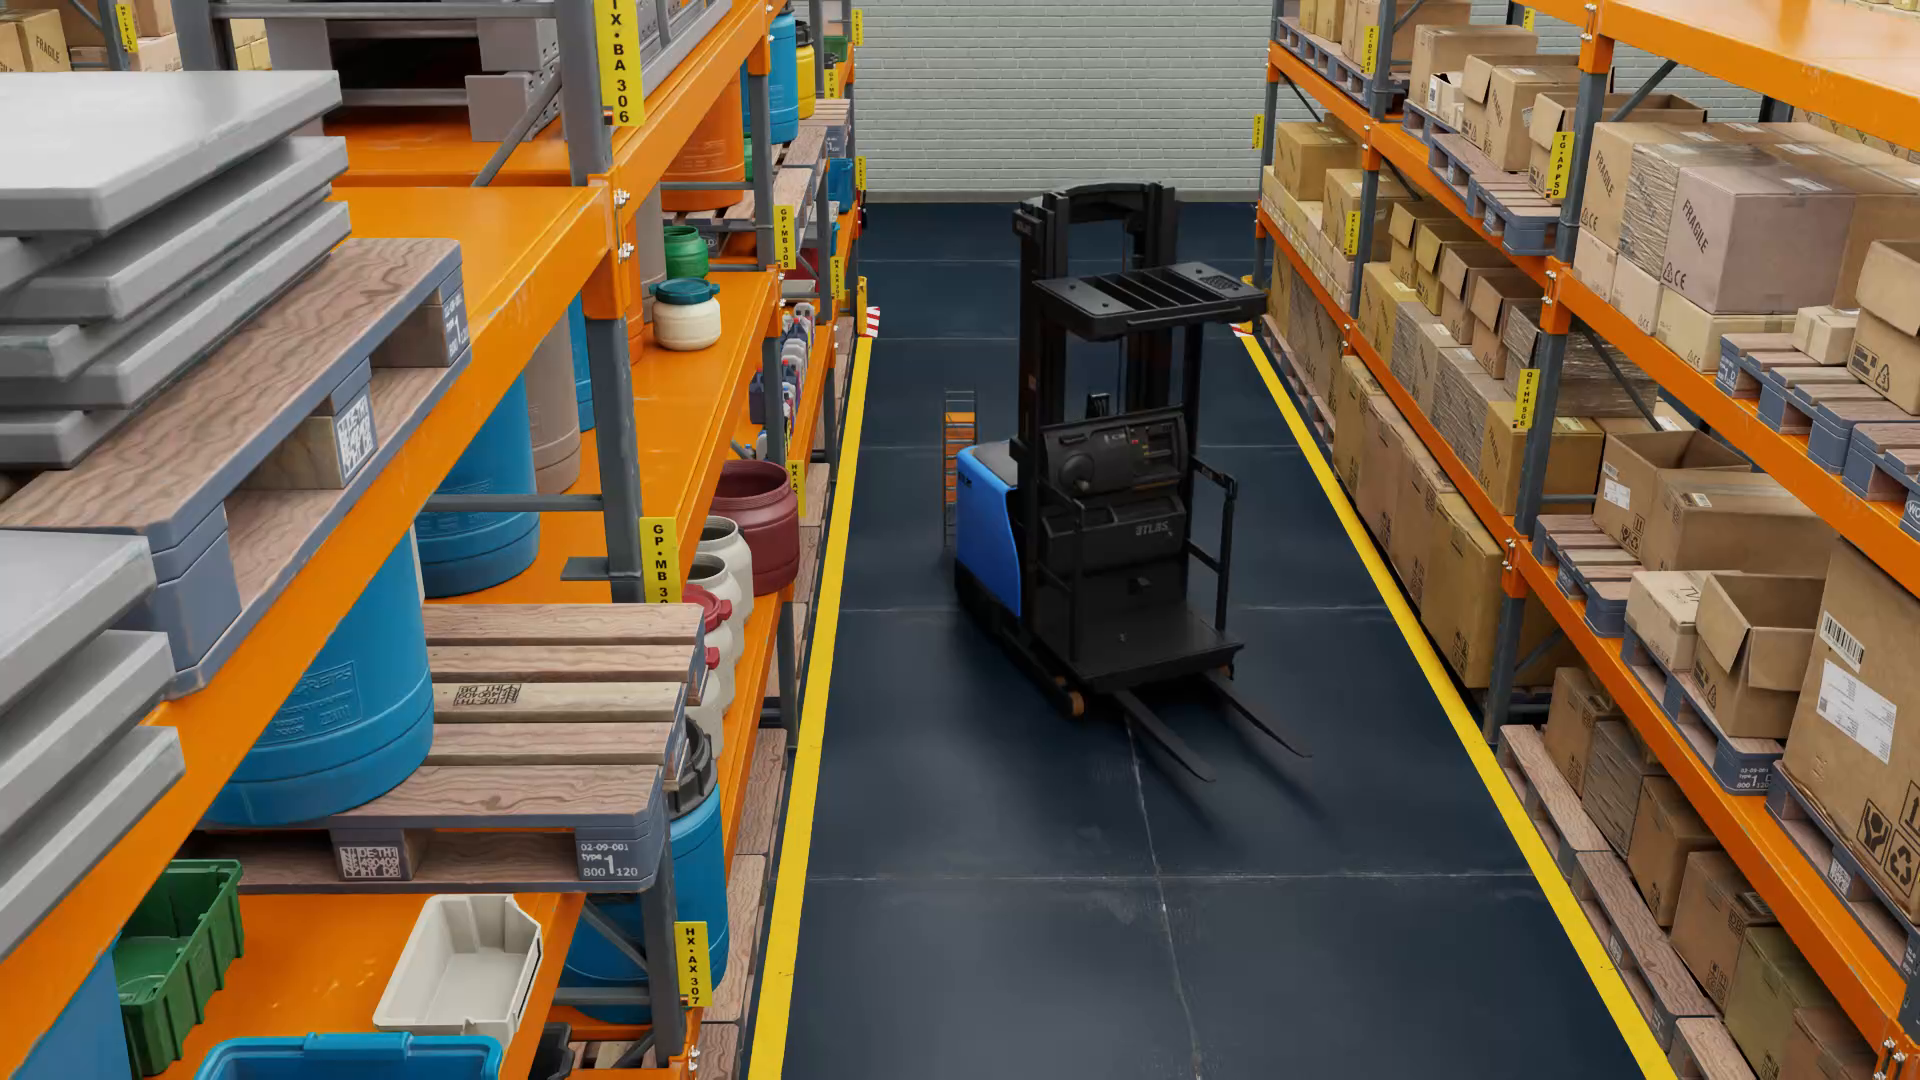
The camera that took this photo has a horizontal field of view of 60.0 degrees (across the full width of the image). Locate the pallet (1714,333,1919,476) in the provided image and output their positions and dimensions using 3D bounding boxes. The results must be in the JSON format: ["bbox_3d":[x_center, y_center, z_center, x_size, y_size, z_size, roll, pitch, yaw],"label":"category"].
[{"bbox_3d":[3.653,-0.530,6.253,1.213,0.211,1.003,0,24,-1],"label":"pallet"}]

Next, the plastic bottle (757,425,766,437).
[{"bbox_3d":[-1.150,-0.552,9.870,0.097,0.271,0.097,0,24,0],"label":"plastic bottle"}]

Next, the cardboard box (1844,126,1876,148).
[{"bbox_3d":[8.132,-3.520,14.581,0.500,0.500,0.500,-1,24,-2],"label":"cardboard box"}]

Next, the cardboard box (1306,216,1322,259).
[{"bbox_3d":[3.199,-2.535,13.919,0.500,0.250,0.500,0,24,1],"label":"cardboard box"}]

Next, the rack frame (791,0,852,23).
[{"bbox_3d":[-1.516,-6.223,14.972,1.000,3.000,0.127,0,24,-1],"label":"rack frame"}]

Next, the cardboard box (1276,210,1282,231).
[{"bbox_3d":[3.122,-2.931,15.278,0.380,0.149,0.250,-1,24,-1],"label":"cardboard box"}]

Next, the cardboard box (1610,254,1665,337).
[{"bbox_3d":[3.280,-1.107,7.483,0.500,0.250,0.500,0,24,1],"label":"cardboard box"}]

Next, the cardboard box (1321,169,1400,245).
[{"bbox_3d":[3.207,-2.667,13.301,0.500,0.500,0.500,0,24,0],"label":"cardboard box"}]

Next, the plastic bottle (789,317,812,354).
[{"bbox_3d":[-1.141,-1.473,11.901,0.152,0.276,0.135,0,24,-1],"label":"plastic bottle"}]

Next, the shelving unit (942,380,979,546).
[{"bbox_3d":[0.000,-0.541,11.873,0.258,1.200,0.189,0,24,-1],"label":"shelving unit"}]

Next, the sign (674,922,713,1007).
[{"bbox_3d":[-0.835,1.331,5.214,0.100,0.325,0.005,0,24,-1],"label":"sign"}]

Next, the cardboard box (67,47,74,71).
[{"bbox_3d":[-6.702,-3.546,12.268,0.500,0.250,0.500,0,24,-1],"label":"cardboard box"}]

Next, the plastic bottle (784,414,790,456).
[{"bbox_3d":[-1.074,-0.660,10.095,0.061,0.283,0.133,0,24,-1],"label":"plastic bottle"}]

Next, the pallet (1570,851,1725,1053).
[{"bbox_3d":[3.541,1.879,7.723,1.003,0.211,1.213,0,24,-1],"label":"pallet"}]

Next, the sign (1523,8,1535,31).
[{"bbox_3d":[4.023,-3.615,11.838,0.100,0.325,0.005,0,24,-1],"label":"sign"}]

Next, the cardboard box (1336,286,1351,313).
[{"bbox_3d":[3.149,-1.873,12.939,0.380,0.149,0.250,0,24,0],"label":"cardboard box"}]

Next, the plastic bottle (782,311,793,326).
[{"bbox_3d":[-1.269,-1.581,12.231,0.097,0.201,0.097,0,24,0],"label":"plastic bottle"}]

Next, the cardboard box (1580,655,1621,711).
[{"bbox_3d":[3.561,0.658,8.629,0.500,0.250,0.500,1,24,2],"label":"cardboard box"}]

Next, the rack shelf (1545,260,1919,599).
[{"bbox_3d":[3.546,-0.430,6.677,1.077,0.370,4.000,0,24,-1],"label":"rack shelf"}]

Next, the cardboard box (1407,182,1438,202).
[{"bbox_3d":[3.731,-2.471,12.867,0.500,0.500,0.500,0,24,-1],"label":"cardboard box"}]

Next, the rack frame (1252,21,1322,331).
[{"bbox_3d":[3.437,-3.512,16.257,1.000,3.000,0.127,0,24,-1],"label":"rack frame"}]

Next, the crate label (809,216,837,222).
[{"bbox_3d":[-1.310,-2.827,14.991,0.396,0.136,0.243,0,24,-1],"label":"crate label"}]

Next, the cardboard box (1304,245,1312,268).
[{"bbox_3d":[3.135,-2.402,14.110,0.380,0.149,0.250,-1,24,-1],"label":"cardboard box"}]

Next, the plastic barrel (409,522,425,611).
[{"bbox_3d":[-1.577,0.025,4.153,0.421,0.512,0.421,0,24,0],"label":"plastic barrel"}]

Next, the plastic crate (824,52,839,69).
[{"bbox_3d":[-1.212,-3.661,13.107,0.497,0.269,0.590,0,24,-1],"label":"plastic crate"}]

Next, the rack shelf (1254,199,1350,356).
[{"bbox_3d":[3.458,-2.360,14.584,1.077,0.370,4.000,0,24,-1],"label":"rack shelf"}]

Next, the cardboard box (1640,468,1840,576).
[{"bbox_3d":[3.676,0.000,7.862,0.700,0.500,0.500,3,25,7],"label":"cardboard box"}]

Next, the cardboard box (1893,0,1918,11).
[{"bbox_3d":[8.106,-4.533,13.968,0.380,0.149,0.250,0,24,1],"label":"cardboard box"}]

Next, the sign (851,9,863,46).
[{"bbox_3d":[-0.966,-4.817,15.632,0.100,0.325,0.005,0,24,-1],"label":"sign"}]

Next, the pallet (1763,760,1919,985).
[{"bbox_3d":[3.705,1.205,6.062,1.003,0.211,1.213,0,24,-1],"label":"pallet"}]

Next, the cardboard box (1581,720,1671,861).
[{"bbox_3d":[3.570,1.228,8.278,0.700,0.500,0.500,-2,24,-5],"label":"cardboard box"}]

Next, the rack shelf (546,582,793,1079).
[{"bbox_3d":[-1.407,0.959,7.246,1.077,0.370,4.000,0,24,-1],"label":"rack shelf"}]

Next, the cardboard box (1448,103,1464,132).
[{"bbox_3d":[3.347,-2.693,10.602,0.380,0.149,0.250,-1,24,-3],"label":"cardboard box"}]

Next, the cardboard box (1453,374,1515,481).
[{"bbox_3d":[3.271,-0.668,9.850,0.500,0.500,0.500,0,24,-1],"label":"cardboard box"}]

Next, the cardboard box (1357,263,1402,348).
[{"bbox_3d":[3.235,-1.718,12.171,0.500,0.500,0.500,0,24,0],"label":"cardboard box"}]

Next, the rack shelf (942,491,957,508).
[{"bbox_3d":[0.000,-0.282,11.990,0.258,0.103,0.180,0,24,-1],"label":"rack shelf"}]

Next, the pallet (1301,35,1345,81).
[{"bbox_3d":[3.471,-4.028,13.867,1.003,0.211,1.213,0,24,-1],"label":"pallet"}]

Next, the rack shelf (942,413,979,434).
[{"bbox_3d":[0.000,-0.828,11.743,0.258,0.103,0.180,0,24,-1],"label":"rack shelf"}]

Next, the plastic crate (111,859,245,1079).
[{"bbox_3d":[-1.640,0.837,3.260,0.336,0.188,0.450,0,24,-1],"label":"plastic crate"}]

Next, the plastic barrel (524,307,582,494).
[{"bbox_3d":[-1.615,-0.618,5.611,0.600,0.901,0.600,0,24,0],"label":"plastic barrel"}]

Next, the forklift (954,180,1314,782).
[{"bbox_3d":[1.012,-0.484,9.647,1.130,2.935,3.031,-10,26,-21],"label":"forklift"}]

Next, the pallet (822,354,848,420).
[{"bbox_3d":[-1.535,-1.377,14.922,1.003,0.211,1.213,0,24,-1],"label":"pallet"}]

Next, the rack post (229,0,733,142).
[{"bbox_3d":[-1.493,-2.180,5.791,1.013,1.000,3.121,0,24,-1],"label":"rack post"}]

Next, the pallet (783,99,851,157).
[{"bbox_3d":[-1.366,-2.799,11.271,1.213,0.211,1.003,0,24,-1],"label":"pallet"}]

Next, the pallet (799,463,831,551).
[{"bbox_3d":[-1.506,-0.252,12.435,1.003,0.211,1.213,0,24,-1],"label":"pallet"}]

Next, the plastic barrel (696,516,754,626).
[{"bbox_3d":[-1.204,0.179,7.961,0.421,0.512,0.421,0,24,0],"label":"plastic barrel"}]

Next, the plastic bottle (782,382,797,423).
[{"bbox_3d":[-1.125,-0.887,10.606,0.152,0.276,0.135,0,24,-1],"label":"plastic bottle"}]

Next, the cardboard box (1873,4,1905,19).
[{"bbox_3d":[8.143,-4.413,14.186,0.500,0.250,0.500,0,24,0],"label":"cardboard box"}]

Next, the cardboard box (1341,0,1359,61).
[{"bbox_3d":[3.410,-4.056,13.070,0.700,0.500,0.500,1,24,2],"label":"cardboard box"}]

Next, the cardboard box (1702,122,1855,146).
[{"bbox_3d":[3.779,-1.660,7.795,0.500,0.500,0.500,0,24,1],"label":"cardboard box"}]

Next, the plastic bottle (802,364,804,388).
[{"bbox_3d":[-1.105,-1.128,11.229,0.097,0.201,0.097,0,24,0],"label":"plastic bottle"}]

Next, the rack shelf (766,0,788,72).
[{"bbox_3d":[-1.451,-3.240,9.736,1.077,0.370,4.000,0,24,-1],"label":"rack shelf"}]

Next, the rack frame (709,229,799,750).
[{"bbox_3d":[-1.429,-0.193,8.919,1.000,3.000,0.127,0,24,-1],"label":"rack frame"}]

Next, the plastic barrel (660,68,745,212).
[{"bbox_3d":[-1.432,-2.180,8.644,0.600,0.830,0.708,0,24,-1],"label":"plastic barrel"}]

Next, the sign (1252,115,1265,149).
[{"bbox_3d":[2.882,-3.942,16.063,0.100,0.325,0.005,0,24,-1],"label":"sign"}]

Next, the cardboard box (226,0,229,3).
[{"bbox_3d":[-6.414,-4.713,13.939,0.700,0.500,0.500,0,24,-1],"label":"cardboard box"}]

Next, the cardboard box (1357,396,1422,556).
[{"bbox_3d":[3.518,-0.455,11.567,1.225,0.875,0.875,-1,24,-2],"label":"cardboard box"}]

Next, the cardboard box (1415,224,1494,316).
[{"bbox_3d":[3.491,-1.820,11.178,0.797,0.503,0.637,0,24,0],"label":"cardboard box"}]
